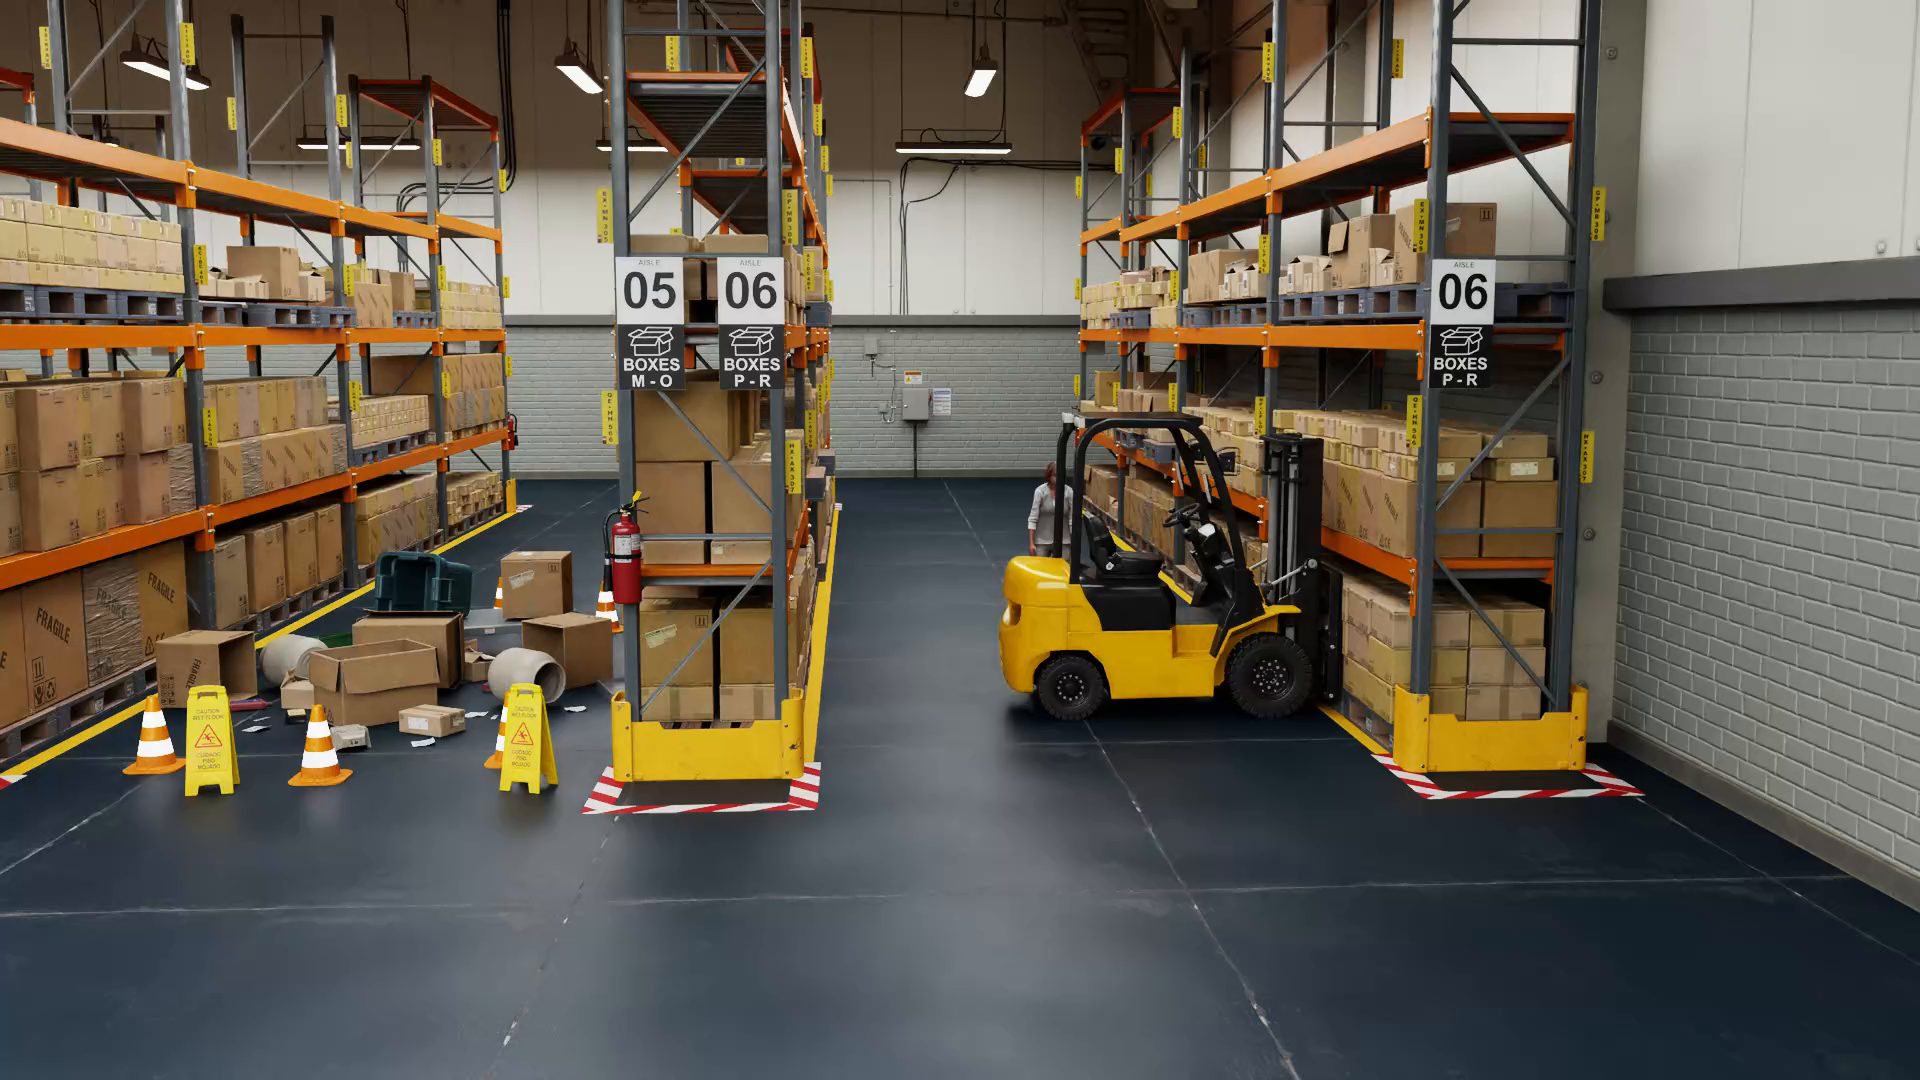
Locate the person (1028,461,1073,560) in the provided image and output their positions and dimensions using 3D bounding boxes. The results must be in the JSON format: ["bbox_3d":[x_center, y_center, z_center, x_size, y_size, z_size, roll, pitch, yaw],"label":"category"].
[{"bbox_3d":[0.850,0.062,15.303,0.483,1.594,0.341,-1,7,-6],"label":"person"}]
